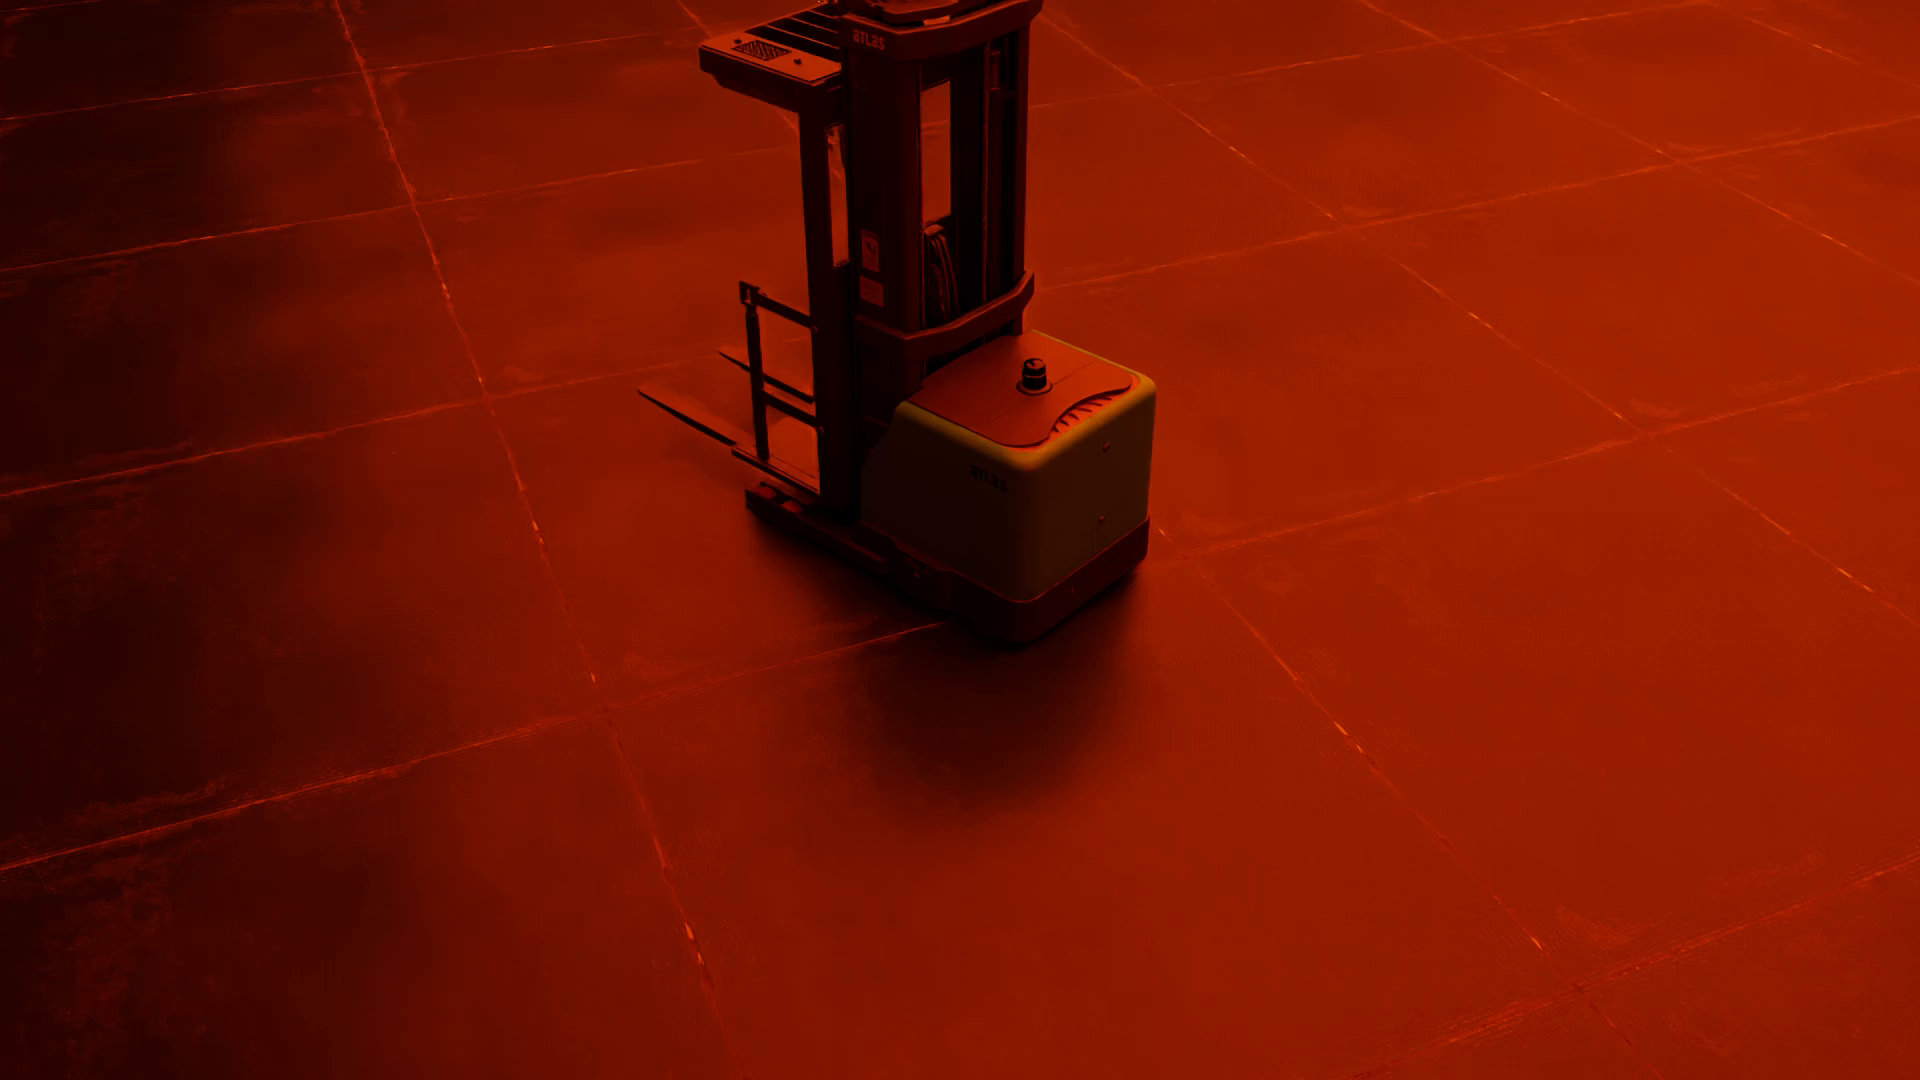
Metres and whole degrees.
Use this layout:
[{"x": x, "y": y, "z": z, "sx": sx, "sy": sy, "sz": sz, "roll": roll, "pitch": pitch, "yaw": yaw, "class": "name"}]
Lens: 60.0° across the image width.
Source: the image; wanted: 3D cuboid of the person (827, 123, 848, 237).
[{"x": -0.649, "y": -2.824, "z": 11.050, "sx": 0.655, "sy": 1.783, "sz": 0.573, "roll": -19, "pitch": 40, "yaw": -25, "class": "person"}]

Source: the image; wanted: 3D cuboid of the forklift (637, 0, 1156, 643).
[{"x": -0.491, "y": -1.438, "z": 8.120, "sx": 3.031, "sy": 2.935, "sz": 1.130, "roll": 27, "pitch": 44, "yaw": 33, "class": "forklift"}]
